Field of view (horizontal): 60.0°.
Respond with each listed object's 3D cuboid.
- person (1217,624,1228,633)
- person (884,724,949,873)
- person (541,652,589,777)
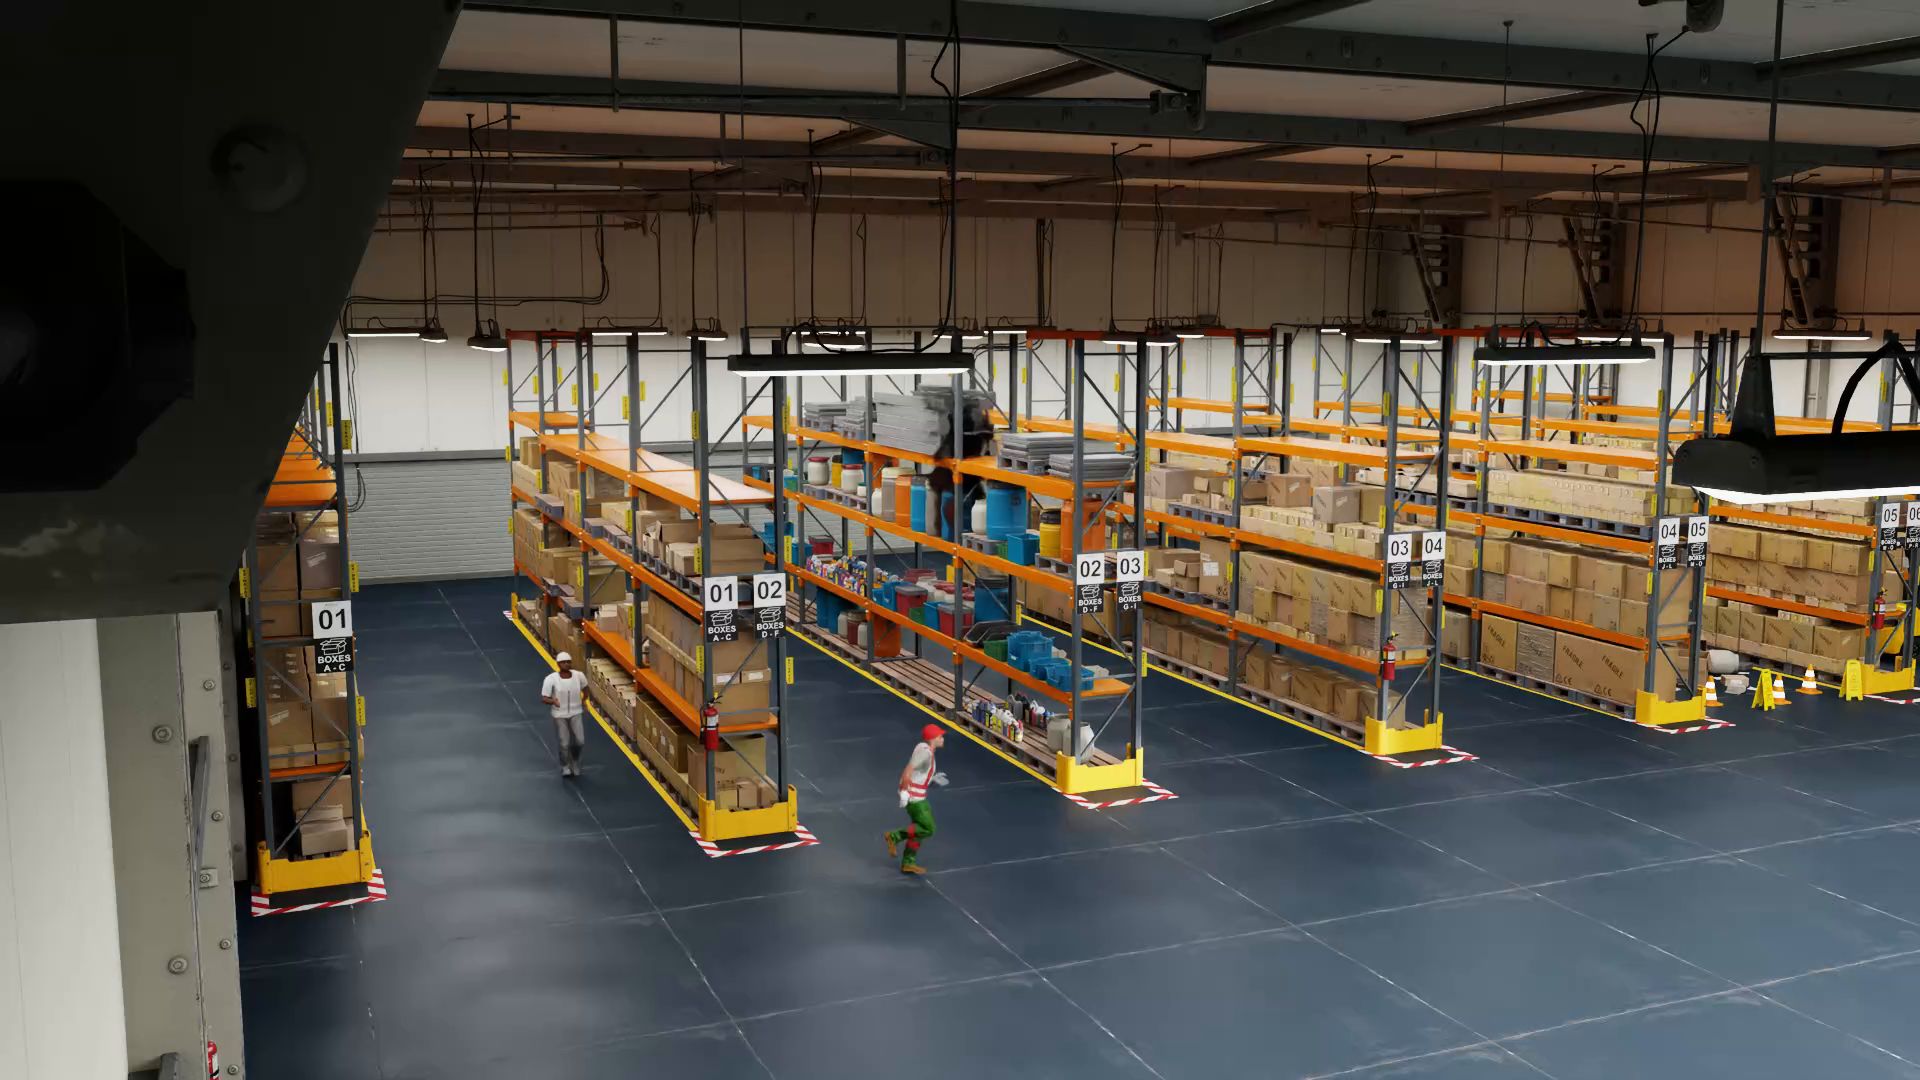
[{"bbox_3d":[5.166,1.106,32.068,0.670,1.801,0.728,-5,9,-32],"label":"person"},{"bbox_3d":[-0.493,2.941,18.916,0.750,1.714,0.653,-1,8,-8],"label":"person"},{"bbox_3d":[-5.336,2.395,22.640,0.665,1.746,0.620,-4,9,-24],"label":"person"}]
